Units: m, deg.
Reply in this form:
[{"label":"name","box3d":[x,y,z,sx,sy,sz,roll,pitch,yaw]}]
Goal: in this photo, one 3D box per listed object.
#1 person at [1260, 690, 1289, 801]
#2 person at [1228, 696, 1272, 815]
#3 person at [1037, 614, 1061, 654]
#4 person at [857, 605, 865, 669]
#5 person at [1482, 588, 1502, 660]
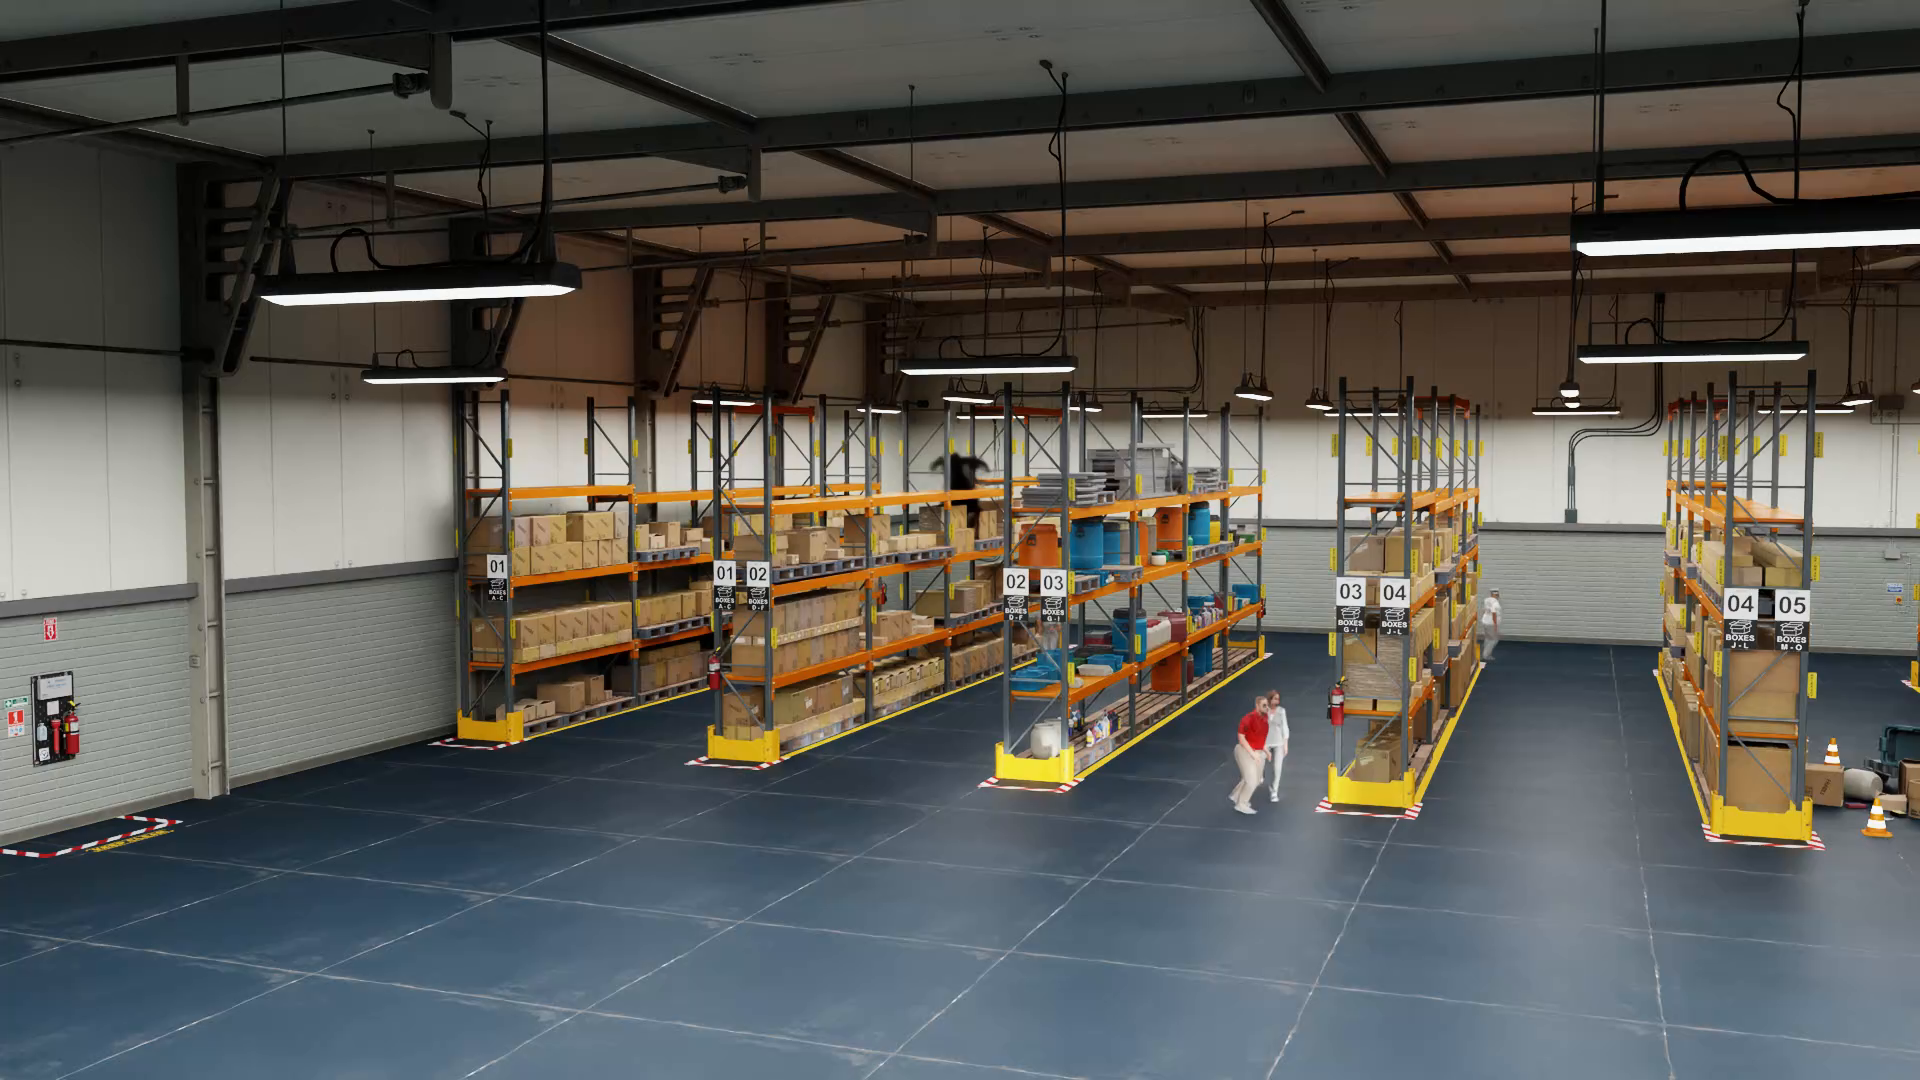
[{"label":"person","box3d":[4.379,2.900,23.660,0.603,1.568,0.542,1,3,14]},{"label":"person","box3d":[3.926,2.933,22.778,0.763,1.661,0.669,3,4,41]},{"label":"person","box3d":[1.964,2.187,36.725,0.546,1.598,0.686,0,3,5]},{"label":"person","box3d":[-2.133,2.181,35.347,0.688,1.758,0.994,1,3,16]},{"label":"person","box3d":[12.547,2.001,39.198,0.454,1.755,0.675,0,3,-7]}]
